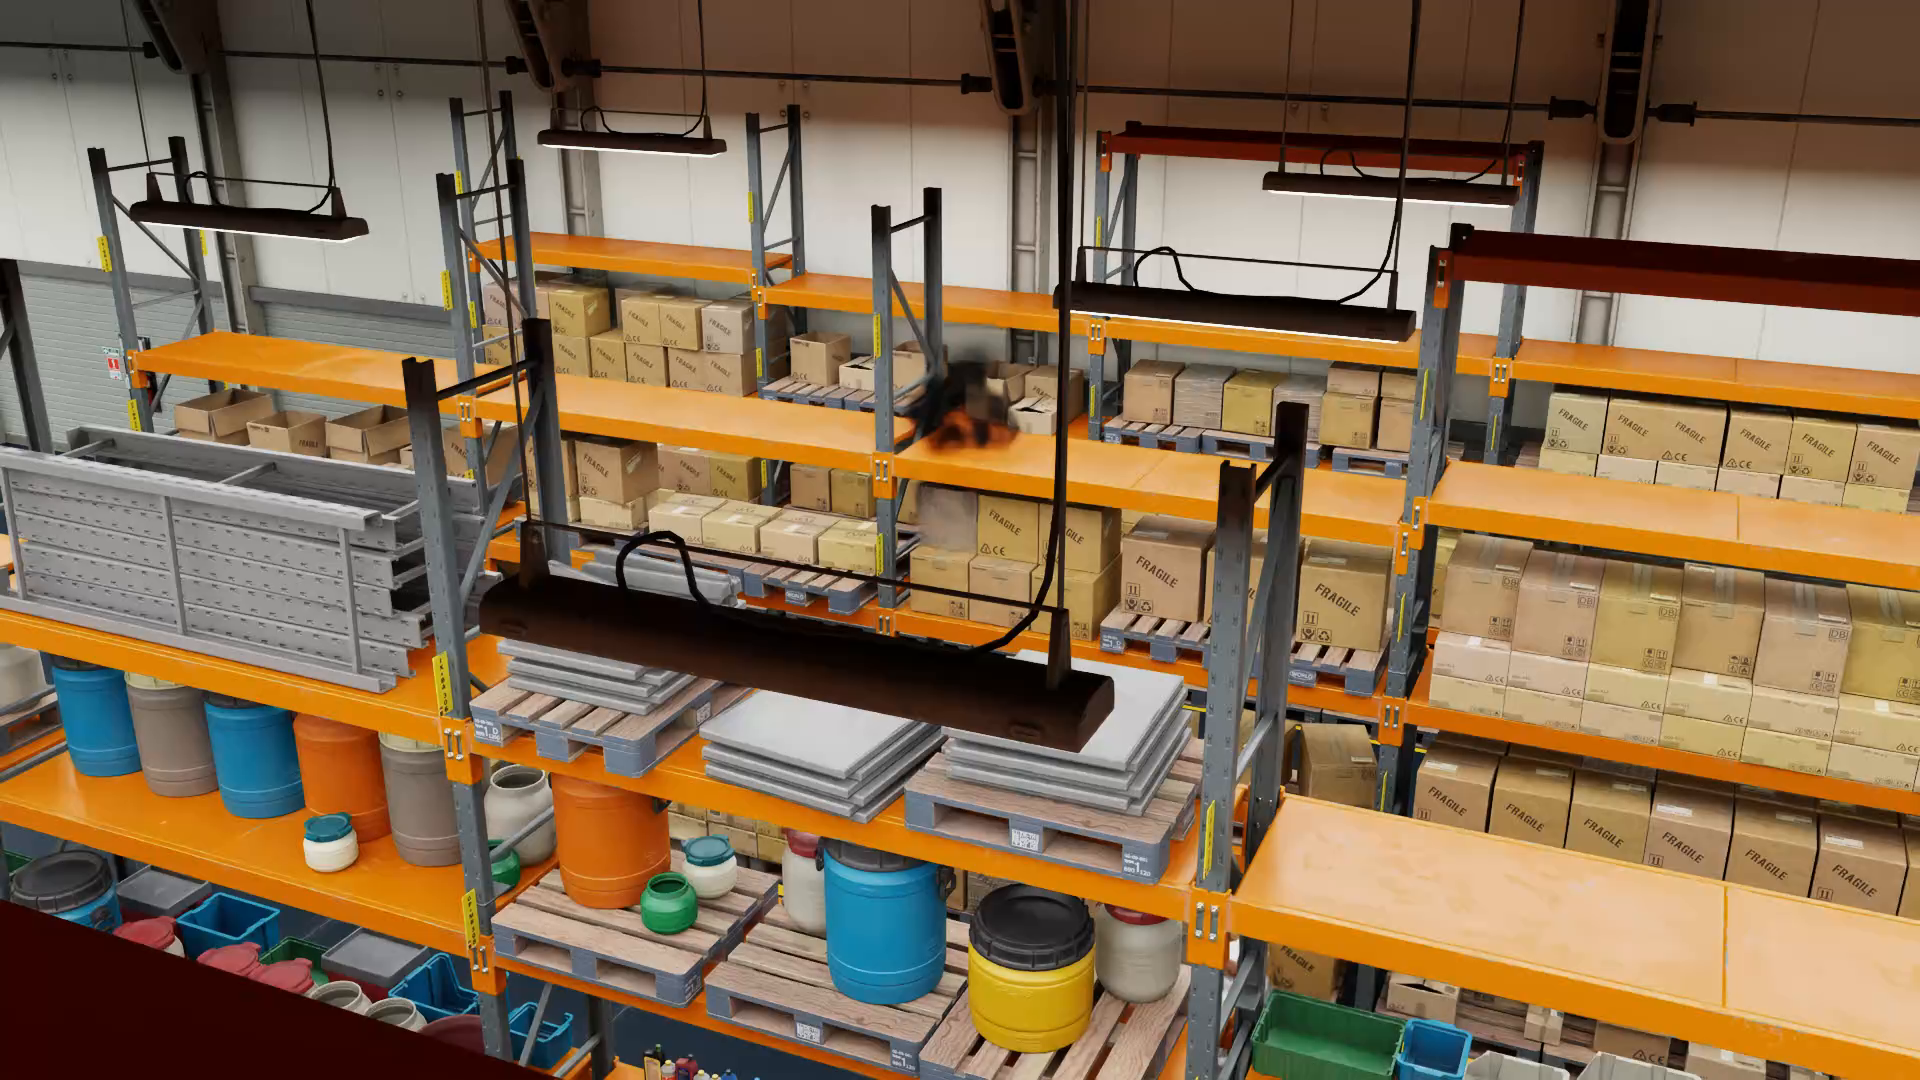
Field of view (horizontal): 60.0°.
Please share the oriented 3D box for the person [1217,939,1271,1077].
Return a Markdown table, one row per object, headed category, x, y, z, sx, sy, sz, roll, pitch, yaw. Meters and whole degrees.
| category | x | y | z | sx | sy | sz | roll | pitch | yaw |
| --- | --- | --- | --- | --- | --- | --- | --- | --- | --- |
| person | 1.882 | 3.421 | 11.140 | 0.722 | 1.748 | 0.661 | 7 | 22 | 18 |
